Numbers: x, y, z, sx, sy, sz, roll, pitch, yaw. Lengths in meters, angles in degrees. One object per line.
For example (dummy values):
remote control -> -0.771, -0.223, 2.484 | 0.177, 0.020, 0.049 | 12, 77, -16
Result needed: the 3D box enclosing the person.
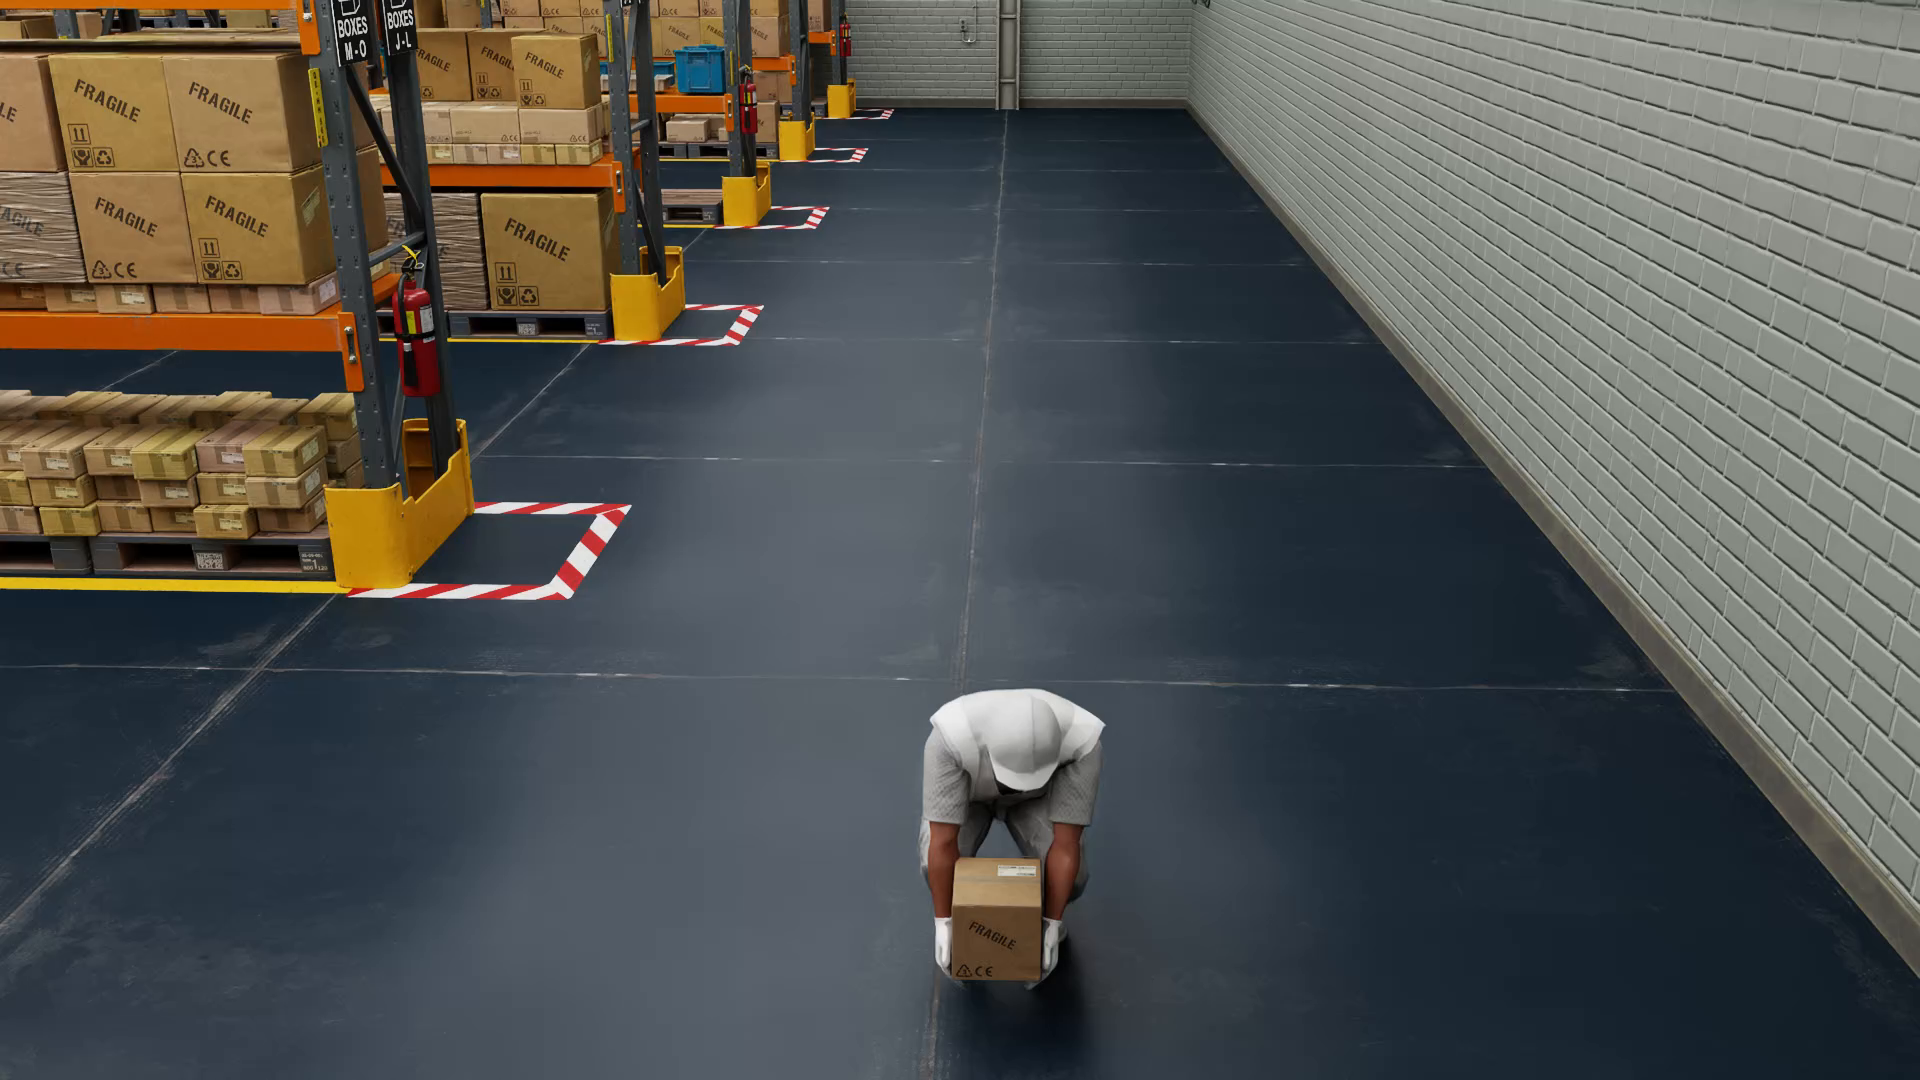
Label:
person -> 0.161, 0.744, 4.992 | 0.536, 0.873, 0.898 | 0, 21, 1
